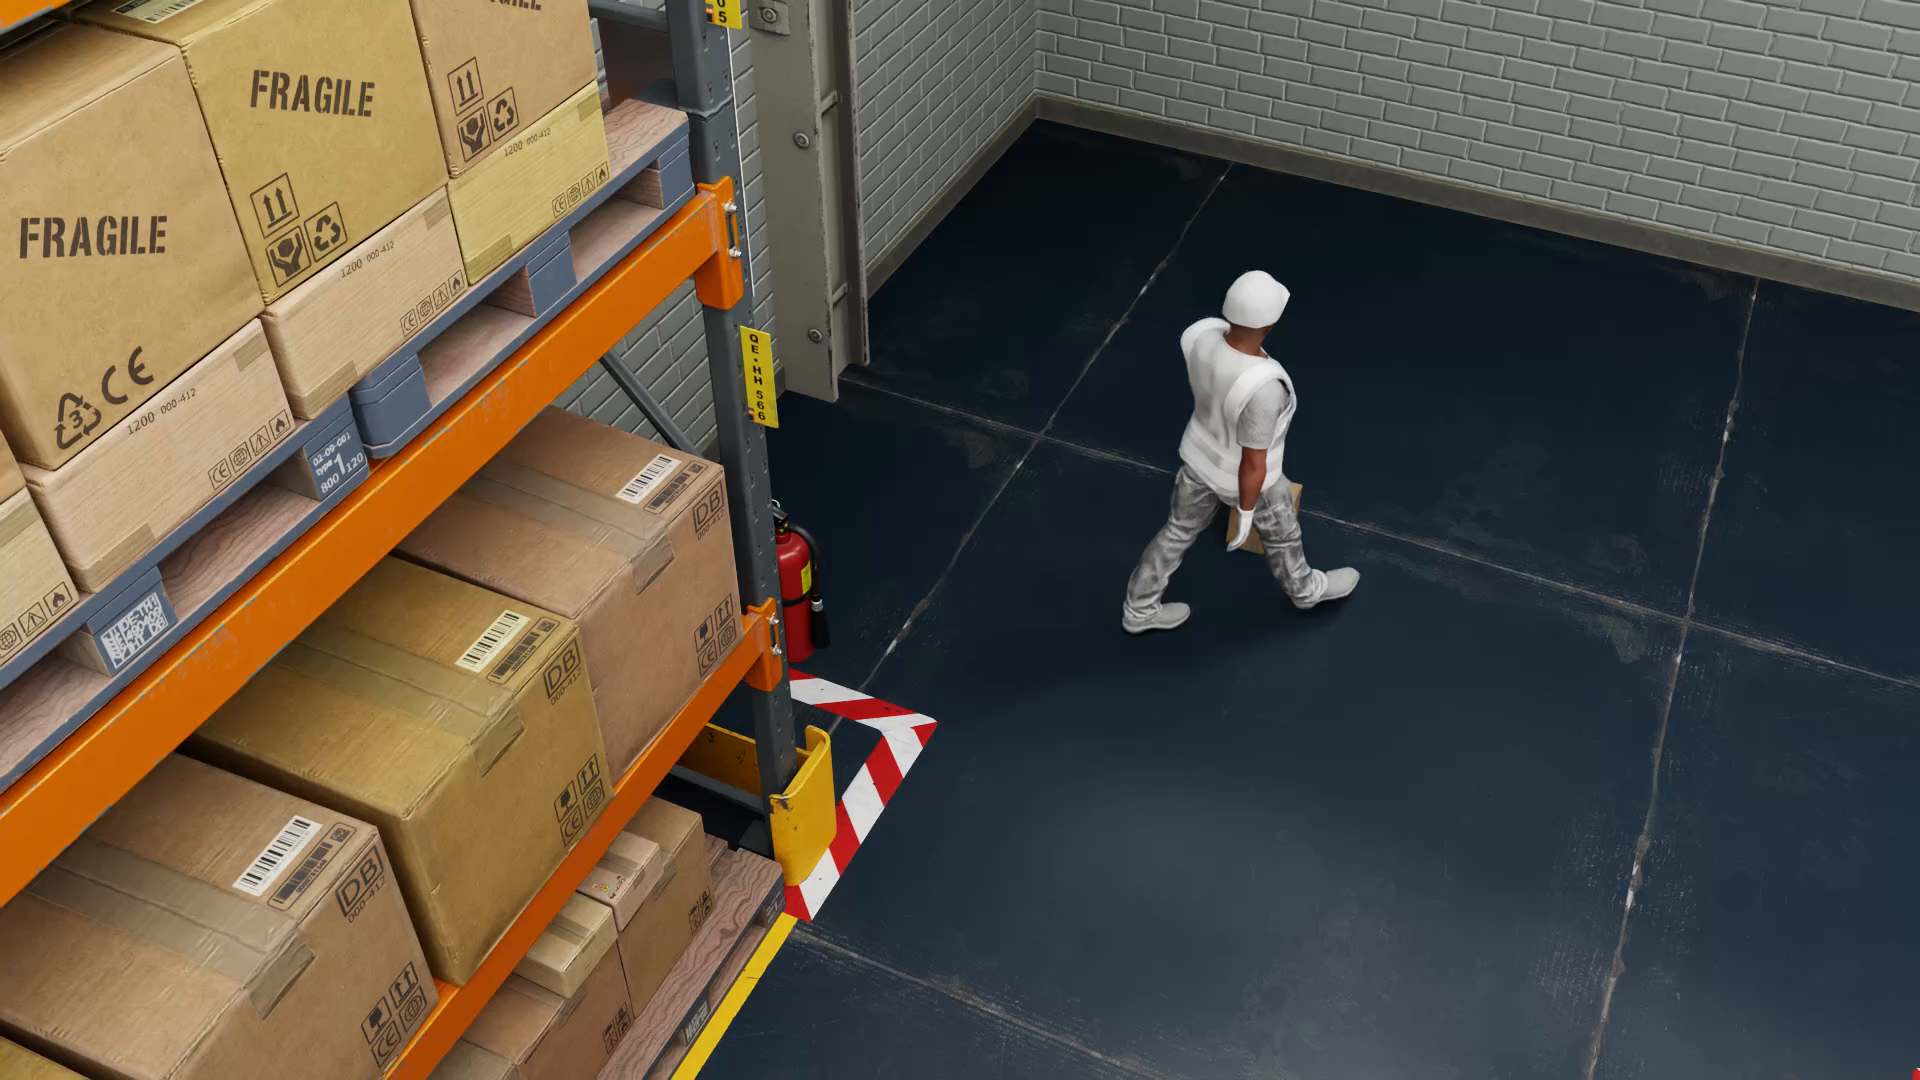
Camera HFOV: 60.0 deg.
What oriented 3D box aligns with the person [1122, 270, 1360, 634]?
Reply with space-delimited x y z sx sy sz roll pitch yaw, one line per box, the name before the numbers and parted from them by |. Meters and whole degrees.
person | 1.179 -0.360 6.555 0.995 1.727 0.593 -21 46 -22
